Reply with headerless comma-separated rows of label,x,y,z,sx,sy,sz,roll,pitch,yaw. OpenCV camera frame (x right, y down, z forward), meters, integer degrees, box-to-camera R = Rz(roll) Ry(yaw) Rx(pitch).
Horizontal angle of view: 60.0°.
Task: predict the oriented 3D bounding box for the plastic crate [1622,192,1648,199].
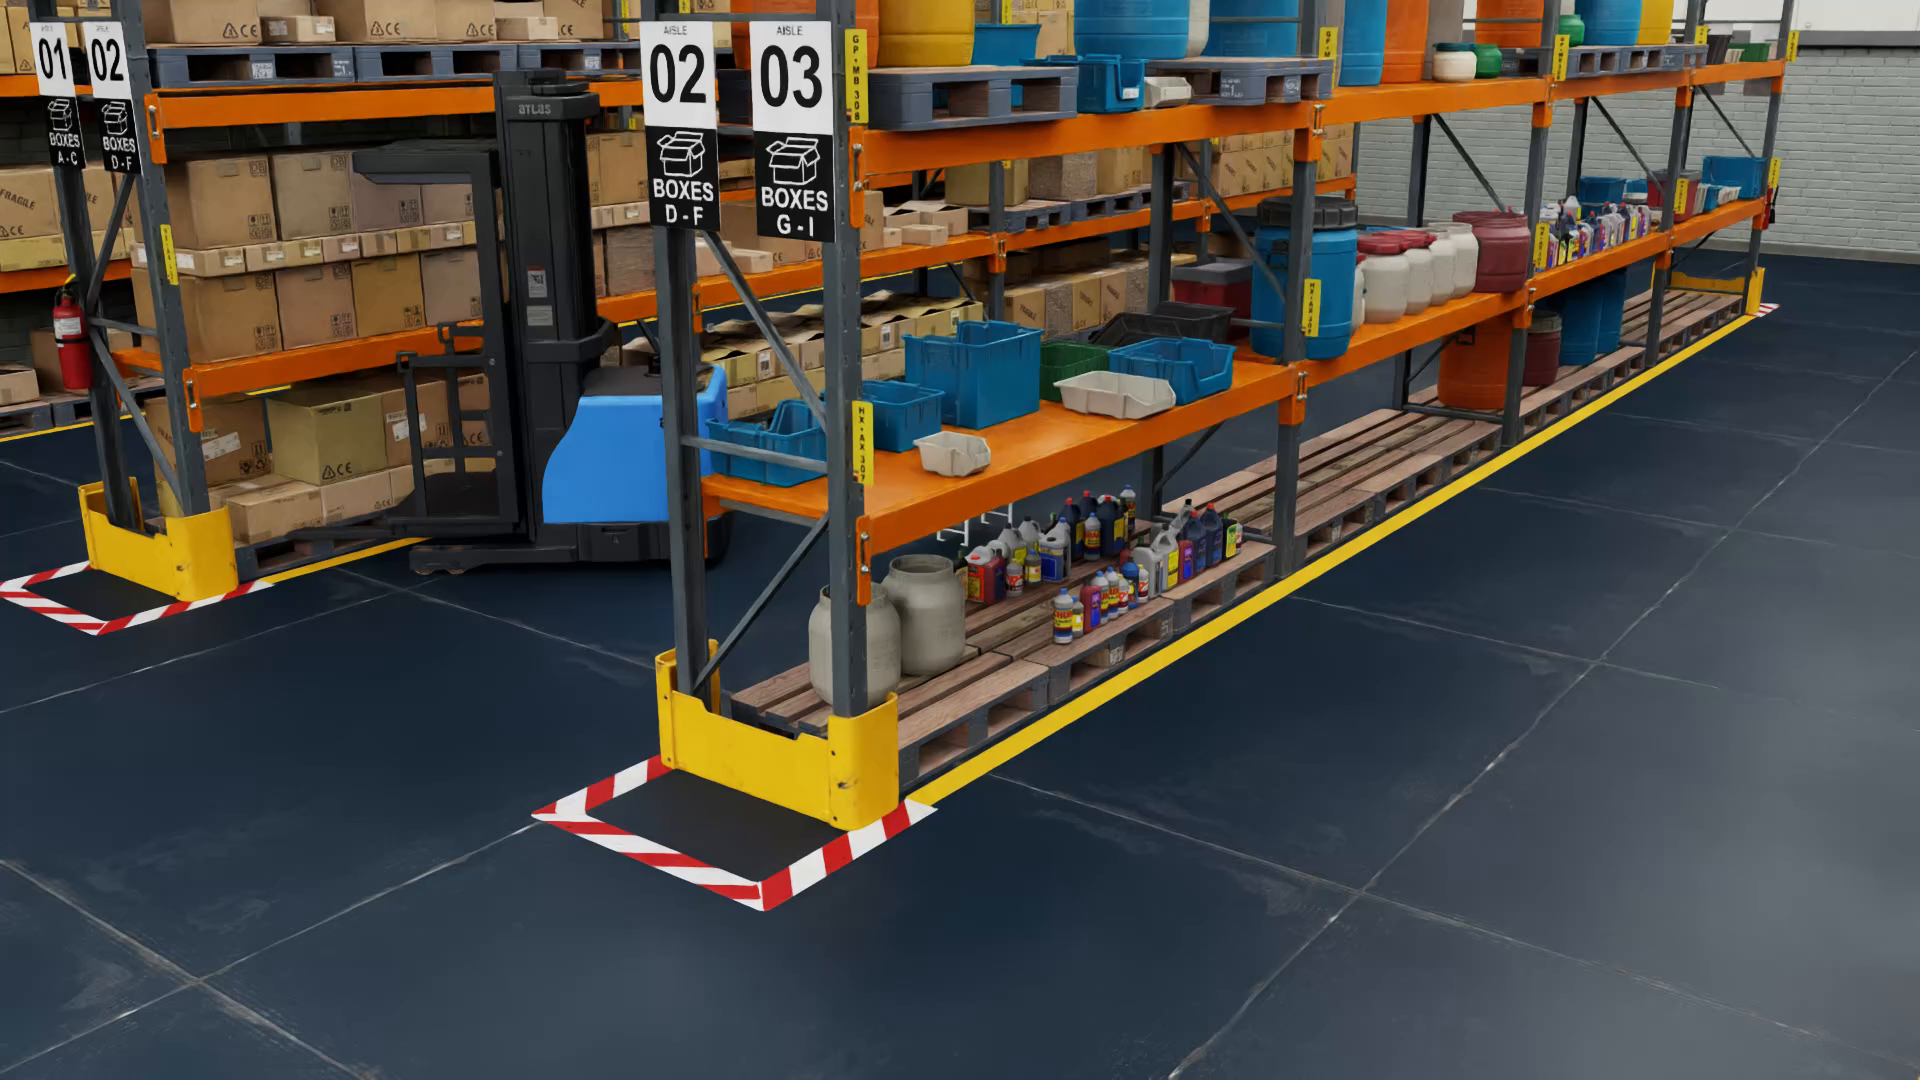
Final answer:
plastic crate,7.132,-3.569,17.523,0.293,0.136,0.466,12,21,35

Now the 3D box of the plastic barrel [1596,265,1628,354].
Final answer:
plastic barrel,5.998,-2.271,15.828,0.600,0.901,0.708,12,21,35

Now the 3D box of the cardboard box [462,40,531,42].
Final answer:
cardboard box,-4.850,-5.196,17.151,0.797,0.503,0.637,16,24,42

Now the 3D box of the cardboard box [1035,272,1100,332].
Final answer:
cardboard box,1.088,-2.441,17.019,0.500,0.500,0.500,12,21,34

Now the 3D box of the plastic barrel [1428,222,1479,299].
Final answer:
plastic barrel,3.512,-2.017,11.991,0.421,0.512,0.421,0,17,0

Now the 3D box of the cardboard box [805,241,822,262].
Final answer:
cardboard box,-1.323,-2.642,14.025,0.500,0.500,0.500,12,21,35

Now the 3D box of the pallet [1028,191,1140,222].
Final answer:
pallet,1.132,-3.495,17.263,1.003,0.211,1.213,12,21,35

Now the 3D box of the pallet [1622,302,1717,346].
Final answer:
pallet,7.470,-2.341,17.926,1.003,0.211,1.213,12,21,35

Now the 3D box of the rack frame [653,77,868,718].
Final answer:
rack frame,-0.814,-0.341,6.783,1.000,3.000,0.127,12,21,35

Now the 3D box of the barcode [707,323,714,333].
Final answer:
barcode,-1.920,-1.632,12.794,0.001,0.075,0.075,12,21,35

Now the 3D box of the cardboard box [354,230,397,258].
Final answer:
cardboard box,-3.769,-1.876,10.464,0.380,0.149,0.250,12,21,33

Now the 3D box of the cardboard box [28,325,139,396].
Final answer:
cardboard box,-7.469,-1.558,14.177,0.700,0.500,0.500,11,20,31

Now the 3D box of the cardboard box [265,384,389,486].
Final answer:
cardboard box,-3.995,-0.670,10.508,0.500,0.500,0.500,12,21,35

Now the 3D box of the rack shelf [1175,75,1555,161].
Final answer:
rack shelf,2.761,-2.859,11.046,1.077,0.370,4.000,12,21,35

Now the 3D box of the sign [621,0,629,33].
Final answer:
sign,-3.569,-5.580,17.724,0.100,0.325,0.005,12,21,35

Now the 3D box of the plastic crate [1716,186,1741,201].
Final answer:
plastic crate,8.379,-3.828,18.356,0.396,0.136,0.243,12,21,35

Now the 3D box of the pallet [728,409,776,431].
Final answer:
pallet,-1.999,-1.020,13.673,1.003,0.211,1.213,12,21,35

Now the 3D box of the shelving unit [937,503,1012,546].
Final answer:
shelving unit,0.099,-0.612,10.693,0.258,1.200,0.503,12,21,35

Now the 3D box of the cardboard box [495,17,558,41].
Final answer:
cardboard box,-2.905,-3.414,11.101,0.380,0.149,0.250,12,21,35

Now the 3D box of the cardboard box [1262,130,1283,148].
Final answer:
cardboard box,3.481,-4.908,19.636,0.500,0.500,0.500,12,21,33

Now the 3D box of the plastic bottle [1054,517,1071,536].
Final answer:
plastic bottle,0.585,0.005,9.528,0.097,0.271,0.097,0,17,0

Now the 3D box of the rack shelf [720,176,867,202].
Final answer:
rack shelf,-2.812,-4.129,20.197,1.077,0.370,4.000,12,21,35

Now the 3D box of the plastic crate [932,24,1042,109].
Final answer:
plastic crate,0.081,-2.273,7.974,0.392,0.384,0.575,12,21,35

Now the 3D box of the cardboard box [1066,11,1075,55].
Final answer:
cardboard box,0.824,-4.958,16.424,0.910,0.500,0.500,12,21,35

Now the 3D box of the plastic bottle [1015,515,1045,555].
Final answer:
plastic bottle,0.390,0.027,9.324,0.144,0.351,0.185,12,21,34

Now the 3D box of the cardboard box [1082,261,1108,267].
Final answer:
cardboard box,1.264,-2.772,18.087,0.500,0.500,0.500,13,21,35

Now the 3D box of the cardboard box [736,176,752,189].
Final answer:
cardboard box,-2.716,-4.291,19.894,0.380,0.149,0.250,13,21,35

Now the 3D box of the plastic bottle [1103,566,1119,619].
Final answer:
plastic bottle,0.781,0.270,8.675,0.097,0.271,0.097,0,17,0

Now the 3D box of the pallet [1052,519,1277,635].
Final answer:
pallet,1.136,0.191,9.773,1.003,0.211,1.213,12,21,35

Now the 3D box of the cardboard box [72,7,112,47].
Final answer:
cardboard box,-7.100,-4.113,13.670,0.500,0.500,0.500,11,21,33

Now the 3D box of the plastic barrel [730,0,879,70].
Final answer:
plastic barrel,-0.626,-2.317,6.657,0.600,0.830,0.708,12,21,35

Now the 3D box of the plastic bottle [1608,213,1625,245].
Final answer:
plastic bottle,5.843,-2.781,14.852,0.152,0.276,0.135,12,21,35

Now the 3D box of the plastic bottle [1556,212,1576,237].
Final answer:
plastic bottle,5.193,-2.631,14.241,0.144,0.351,0.185,12,21,35

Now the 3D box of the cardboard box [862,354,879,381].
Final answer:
cardboard box,-1.051,-1.476,14.366,0.500,0.250,0.500,13,21,36

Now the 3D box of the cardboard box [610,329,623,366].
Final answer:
cardboard box,-2.934,-1.360,12.729,0.500,0.500,0.500,12,21,35

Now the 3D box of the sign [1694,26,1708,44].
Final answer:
sign,6.777,-4.538,15.226,0.100,0.325,0.005,12,21,35

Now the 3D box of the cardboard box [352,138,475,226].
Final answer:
cardboard box,-3.563,-2.371,10.966,0.700,0.500,0.500,12,21,35

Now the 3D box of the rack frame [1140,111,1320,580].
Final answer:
rack frame,1.570,-1.293,9.851,1.000,3.000,0.127,12,21,35

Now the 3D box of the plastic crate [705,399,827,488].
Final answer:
plastic crate,-0.756,-0.442,7.359,0.499,0.251,0.616,12,21,35

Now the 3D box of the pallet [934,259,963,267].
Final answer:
pallet,-0.378,-4.077,23.516,1.003,0.211,1.213,12,21,35

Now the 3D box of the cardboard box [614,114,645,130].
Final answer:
cardboard box,-3.509,-4.624,18.606,0.500,0.250,0.500,13,22,36

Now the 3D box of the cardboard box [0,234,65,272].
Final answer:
cardboard box,-7.618,-2.336,13.427,0.500,0.250,0.500,12,21,34

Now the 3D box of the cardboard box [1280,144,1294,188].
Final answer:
cardboard box,3.787,-4.559,20.197,0.500,0.500,0.500,12,21,34

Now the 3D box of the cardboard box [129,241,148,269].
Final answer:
cardboard box,-4.715,-1.699,9.895,0.380,0.149,0.250,12,21,34

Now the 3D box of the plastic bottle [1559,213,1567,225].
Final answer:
plastic bottle,5.648,-2.956,15.540,0.097,0.201,0.097,0,17,0

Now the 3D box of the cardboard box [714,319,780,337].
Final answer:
cardboard box,-1.791,-1.715,14.192,0.500,0.311,0.500,12,21,35

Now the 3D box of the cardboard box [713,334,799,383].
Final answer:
cardboard box,-1.657,-1.497,13.491,0.500,0.311,0.500,12,21,34

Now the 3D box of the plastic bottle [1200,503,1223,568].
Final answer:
plastic bottle,1.417,-0.034,9.520,0.144,0.351,0.185,12,21,33

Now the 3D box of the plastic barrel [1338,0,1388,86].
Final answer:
plastic barrel,2.478,-3.436,10.848,0.600,0.901,0.708,12,21,35

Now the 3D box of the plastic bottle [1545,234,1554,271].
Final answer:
plastic bottle,4.703,-2.306,13.310,0.061,0.283,0.133,12,21,35

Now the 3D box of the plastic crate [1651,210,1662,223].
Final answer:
plastic crate,6.728,-3.187,16.292,0.396,0.136,0.243,12,21,35

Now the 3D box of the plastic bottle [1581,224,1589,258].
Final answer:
plastic bottle,5.250,-2.528,14.045,0.097,0.271,0.097,0,17,0

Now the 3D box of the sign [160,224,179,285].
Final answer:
sign,-4.347,-1.569,9.144,0.100,0.325,0.005,12,21,35

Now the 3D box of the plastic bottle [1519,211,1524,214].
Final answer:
plastic bottle,5.065,-2.821,14.979,0.152,0.276,0.135,12,21,35

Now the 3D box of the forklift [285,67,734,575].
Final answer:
forklift,-2.990,-1.351,10.152,3.031,2.935,1.130,-1,17,-3

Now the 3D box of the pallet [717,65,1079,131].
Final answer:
pallet,-0.242,-1.863,6.945,1.003,0.211,1.213,12,21,35

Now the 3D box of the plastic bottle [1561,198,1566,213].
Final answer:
plastic bottle,5.775,-3.131,15.965,0.061,0.283,0.133,12,21,35

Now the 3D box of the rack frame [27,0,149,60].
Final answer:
rack frame,-4.790,-4.082,8.715,1.000,3.000,0.127,12,21,35
